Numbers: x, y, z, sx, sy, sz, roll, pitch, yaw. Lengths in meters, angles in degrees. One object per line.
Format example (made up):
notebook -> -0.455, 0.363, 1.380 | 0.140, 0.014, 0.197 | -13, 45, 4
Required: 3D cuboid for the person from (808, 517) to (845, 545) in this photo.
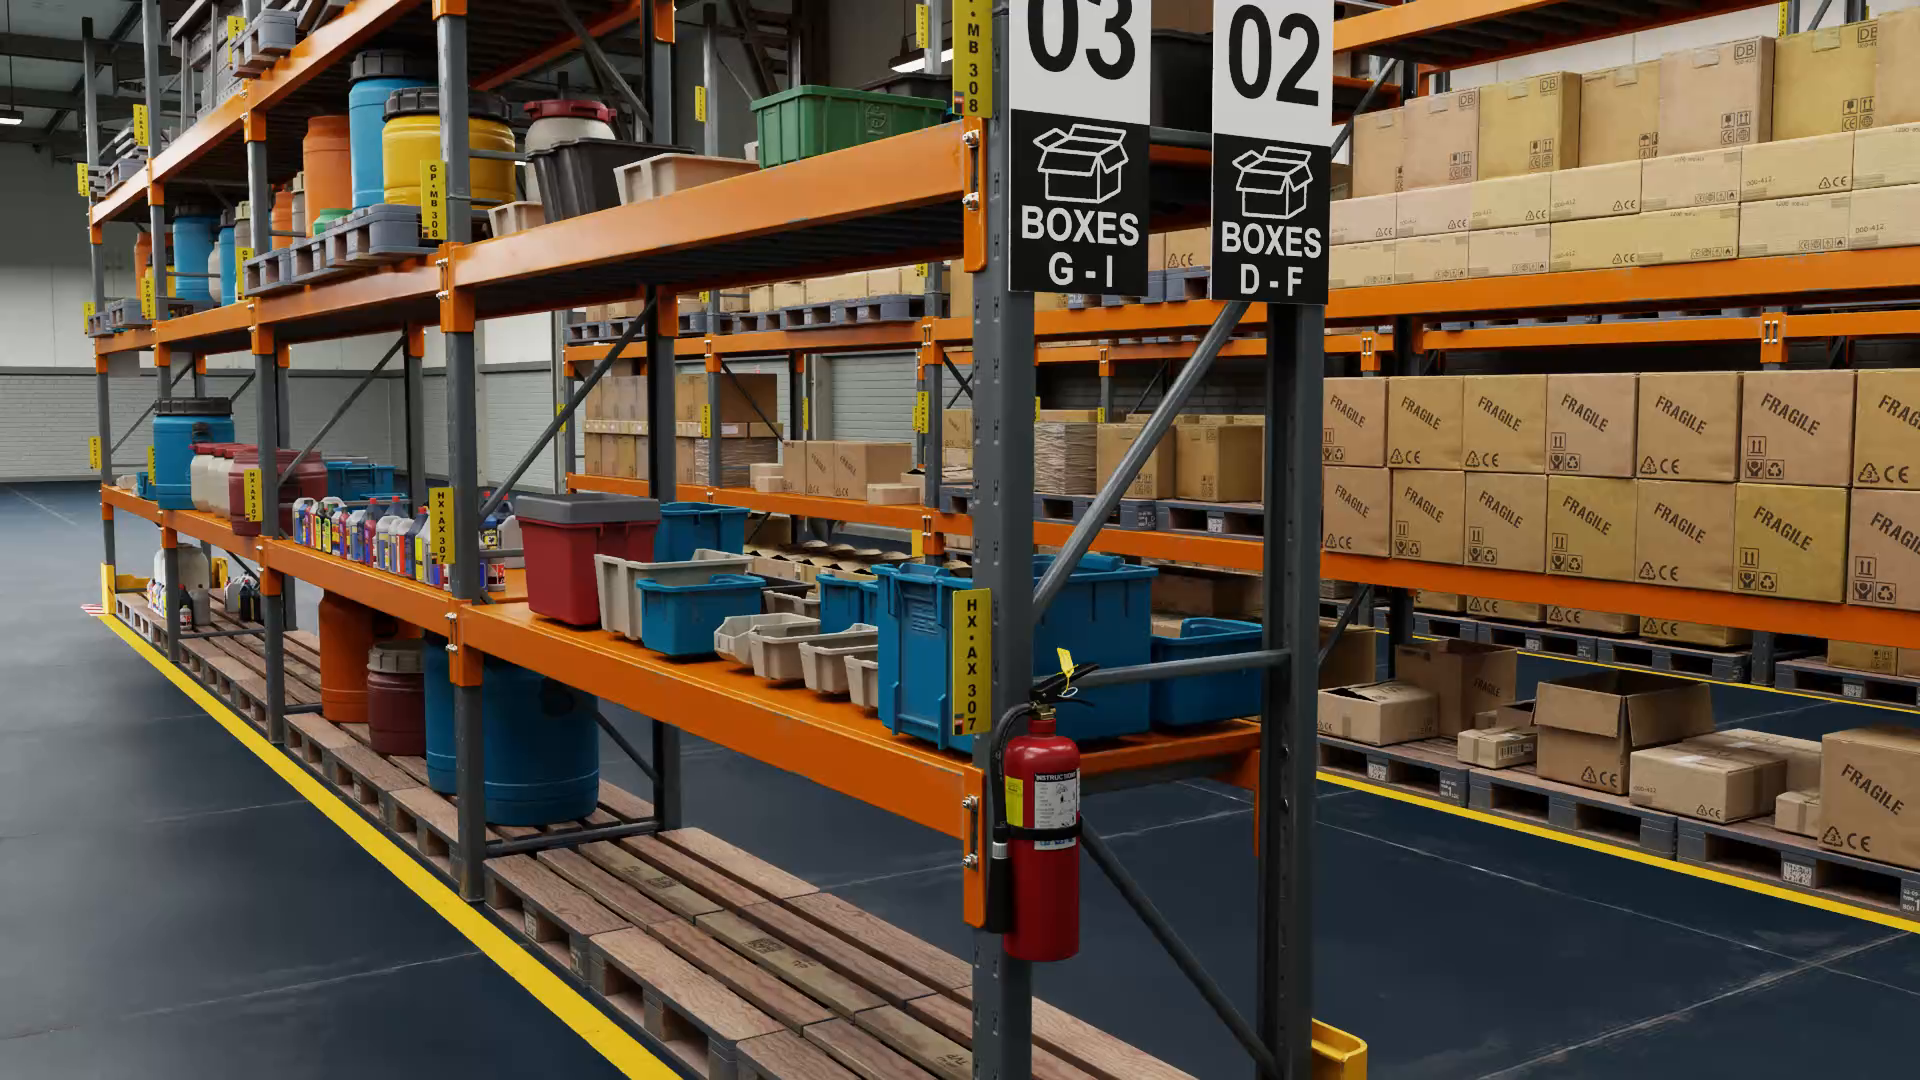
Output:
person -> -1.665, -0.296, 19.503 | 0.466, 1.591, 1.005 | -4, 6, -41
